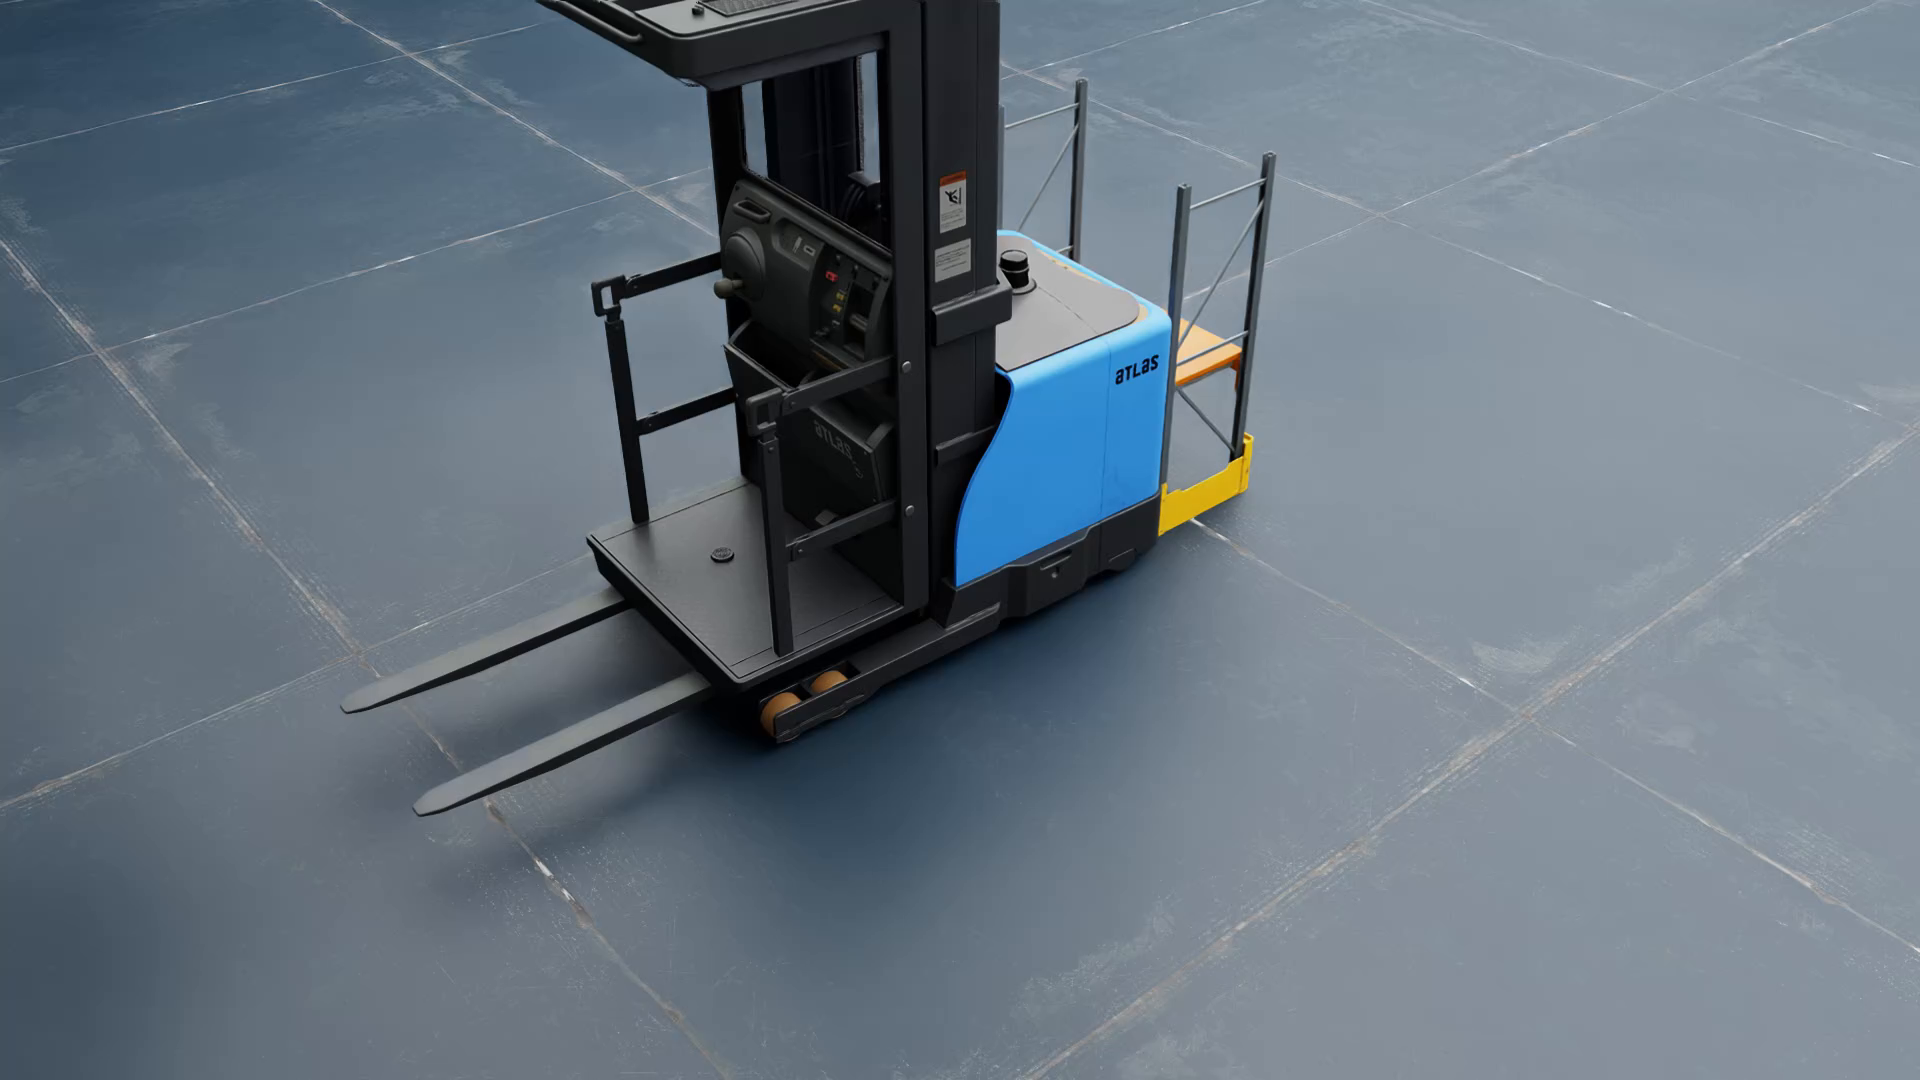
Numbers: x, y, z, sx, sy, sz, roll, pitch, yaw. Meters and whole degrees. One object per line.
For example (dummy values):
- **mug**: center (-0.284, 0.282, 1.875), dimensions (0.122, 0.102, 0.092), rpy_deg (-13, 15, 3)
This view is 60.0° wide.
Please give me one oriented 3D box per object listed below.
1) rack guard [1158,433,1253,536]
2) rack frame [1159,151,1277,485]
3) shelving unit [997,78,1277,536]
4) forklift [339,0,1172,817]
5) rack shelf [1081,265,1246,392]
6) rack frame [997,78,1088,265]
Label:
- **rack guard**: center (0.978, -0.231, 6.860), dimensions (0.587, 0.250, 0.087), rpy_deg (-26, 43, -32)
- **rack frame**: center (0.979, -0.741, 6.498), dimensions (0.500, 1.500, 0.032), rpy_deg (-26, 43, -32)
- **shelving unit**: center (0.658, -0.962, 6.810), dimensions (0.587, 1.500, 1.083), rpy_deg (-26, 43, -32)
- **forklift**: center (-0.685, -0.845, 5.408), dimensions (3.031, 2.935, 1.130), rpy_deg (-24, 42, -30)
- **rack shelf**: center (0.652, -0.819, 6.920), dimensions (0.538, 0.185, 1.000), rpy_deg (-26, 43, -32)
- **rack frame**: center (0.326, -1.191, 7.134), dimensions (0.500, 1.500, 0.032), rpy_deg (-26, 43, -32)
